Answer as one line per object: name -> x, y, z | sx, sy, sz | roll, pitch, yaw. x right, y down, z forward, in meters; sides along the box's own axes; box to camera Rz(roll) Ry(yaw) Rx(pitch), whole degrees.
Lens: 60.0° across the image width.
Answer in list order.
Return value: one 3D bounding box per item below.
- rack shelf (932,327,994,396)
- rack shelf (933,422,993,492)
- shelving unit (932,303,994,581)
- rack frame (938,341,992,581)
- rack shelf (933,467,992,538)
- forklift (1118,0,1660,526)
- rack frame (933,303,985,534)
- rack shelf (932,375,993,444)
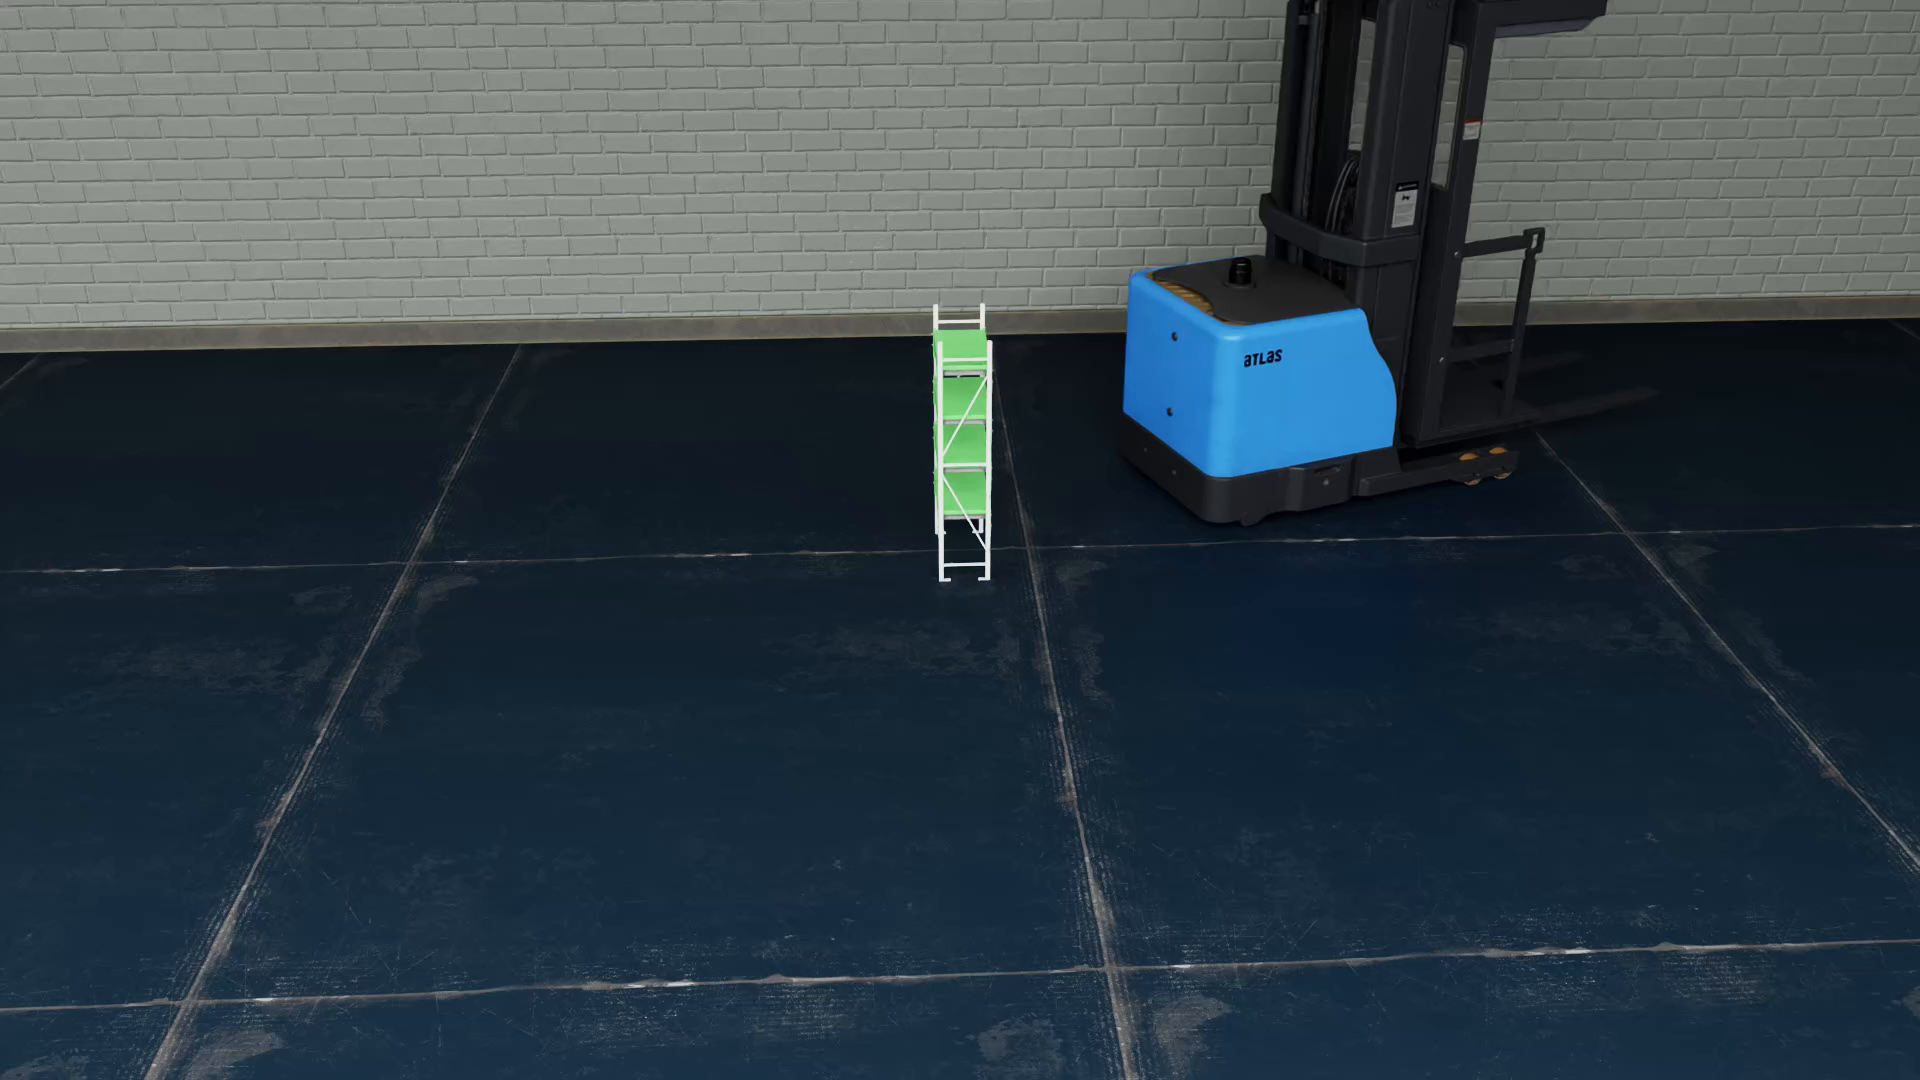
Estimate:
rack shelf -> 0.009, -0.824, 7.634 | 0.258, 0.148, 0.480 | -1, 28, -3
rack shelf -> 0.009, -0.399, 7.856 | 0.258, 0.148, 0.480 | -1, 28, -3
shelving unit -> 0.009, -0.456, 7.826 | 0.258, 1.200, 0.503 | -1, 28, -3
rack frame -> 0.021, -0.343, 7.610 | 0.240, 1.200, 0.015 | -1, 28, -3
rack shelf -> 0.009, -0.186, 7.966 | 0.258, 0.148, 0.480 | -1, 28, -3
forklift -> 2.423, -1.802, 8.536 | 3.031, 2.935, 1.130 | -11, 30, -21
rack frame -> -0.004, -0.568, 8.042 | 0.240, 1.200, 0.015 | -1, 28, -3
rack shelf -> 0.009, -0.612, 7.745 | 0.258, 0.148, 0.480 | -1, 28, -3
